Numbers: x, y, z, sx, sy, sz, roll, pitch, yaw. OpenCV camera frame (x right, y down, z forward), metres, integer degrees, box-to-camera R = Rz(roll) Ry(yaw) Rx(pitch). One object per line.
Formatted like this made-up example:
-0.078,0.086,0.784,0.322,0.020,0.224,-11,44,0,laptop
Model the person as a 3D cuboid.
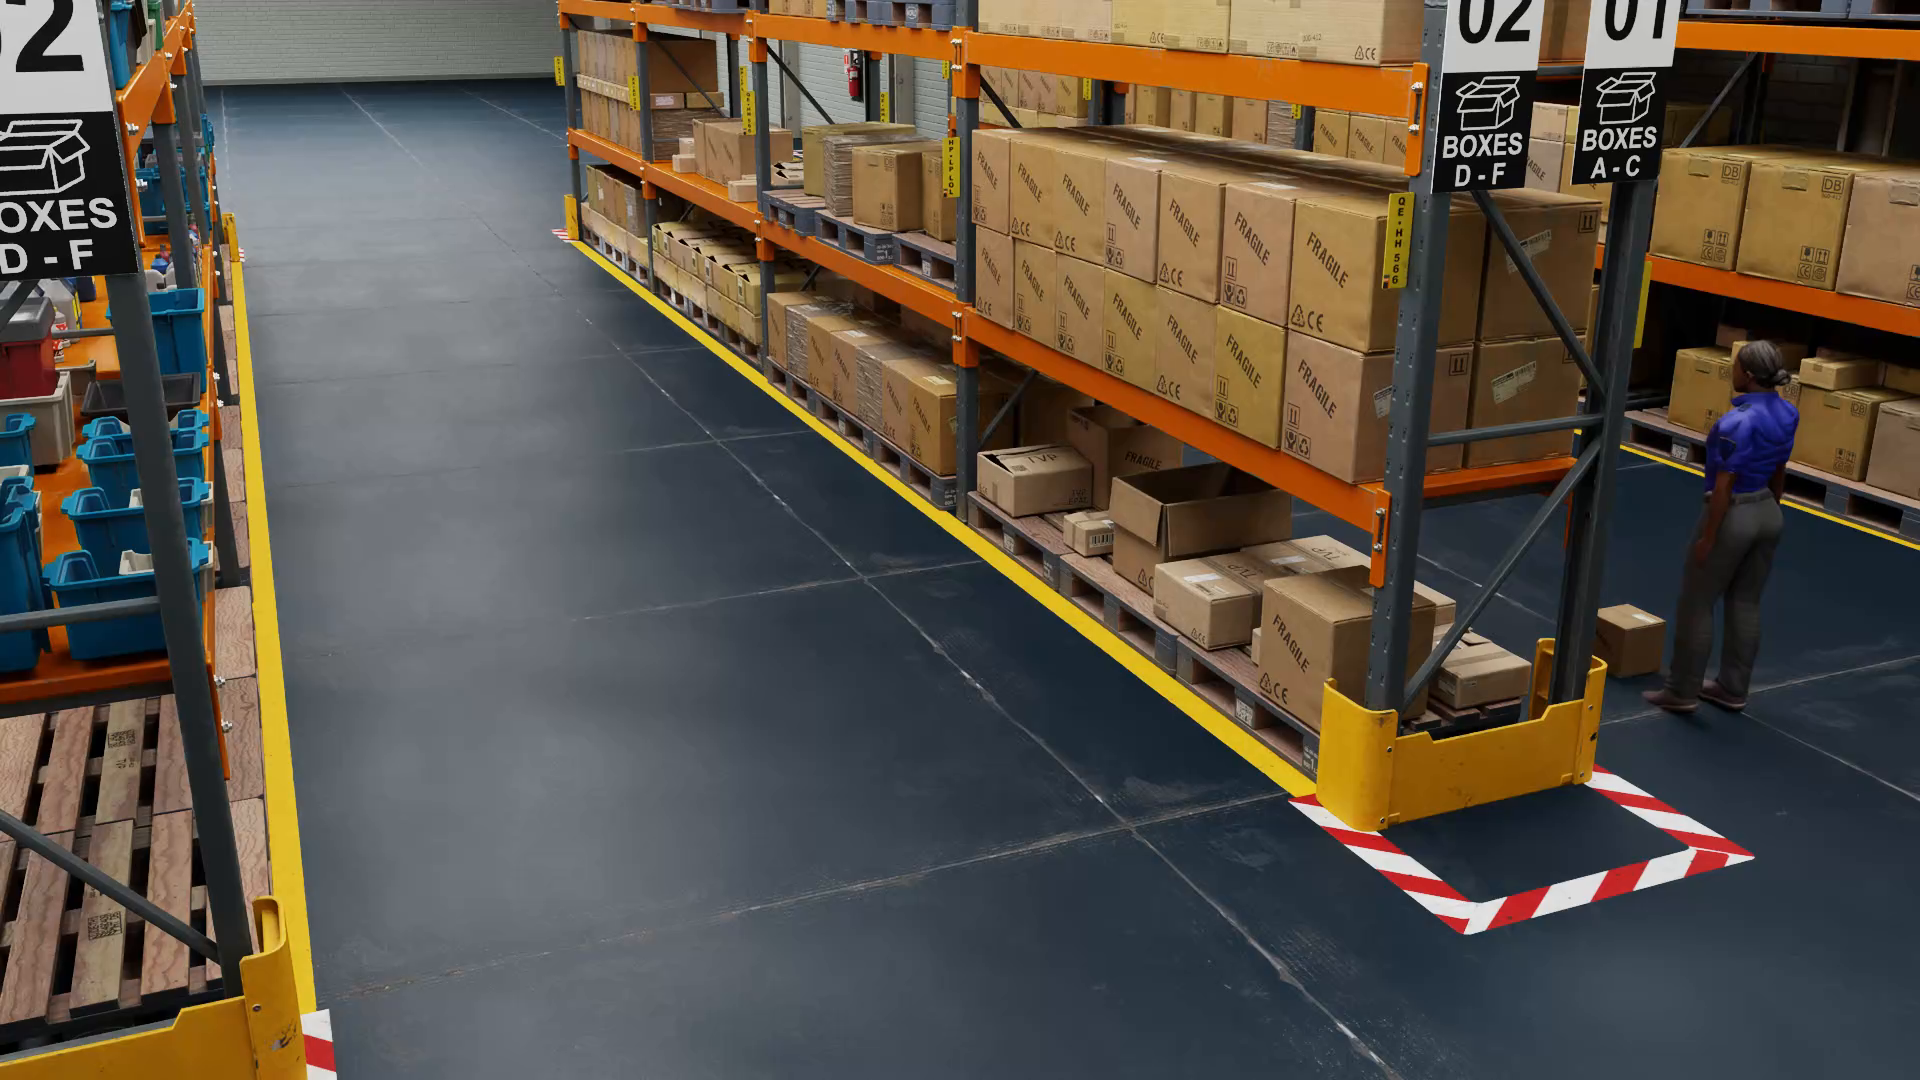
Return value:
3.343,-0.045,7.246,0.463,1.698,0.377,-10,21,-27,person
